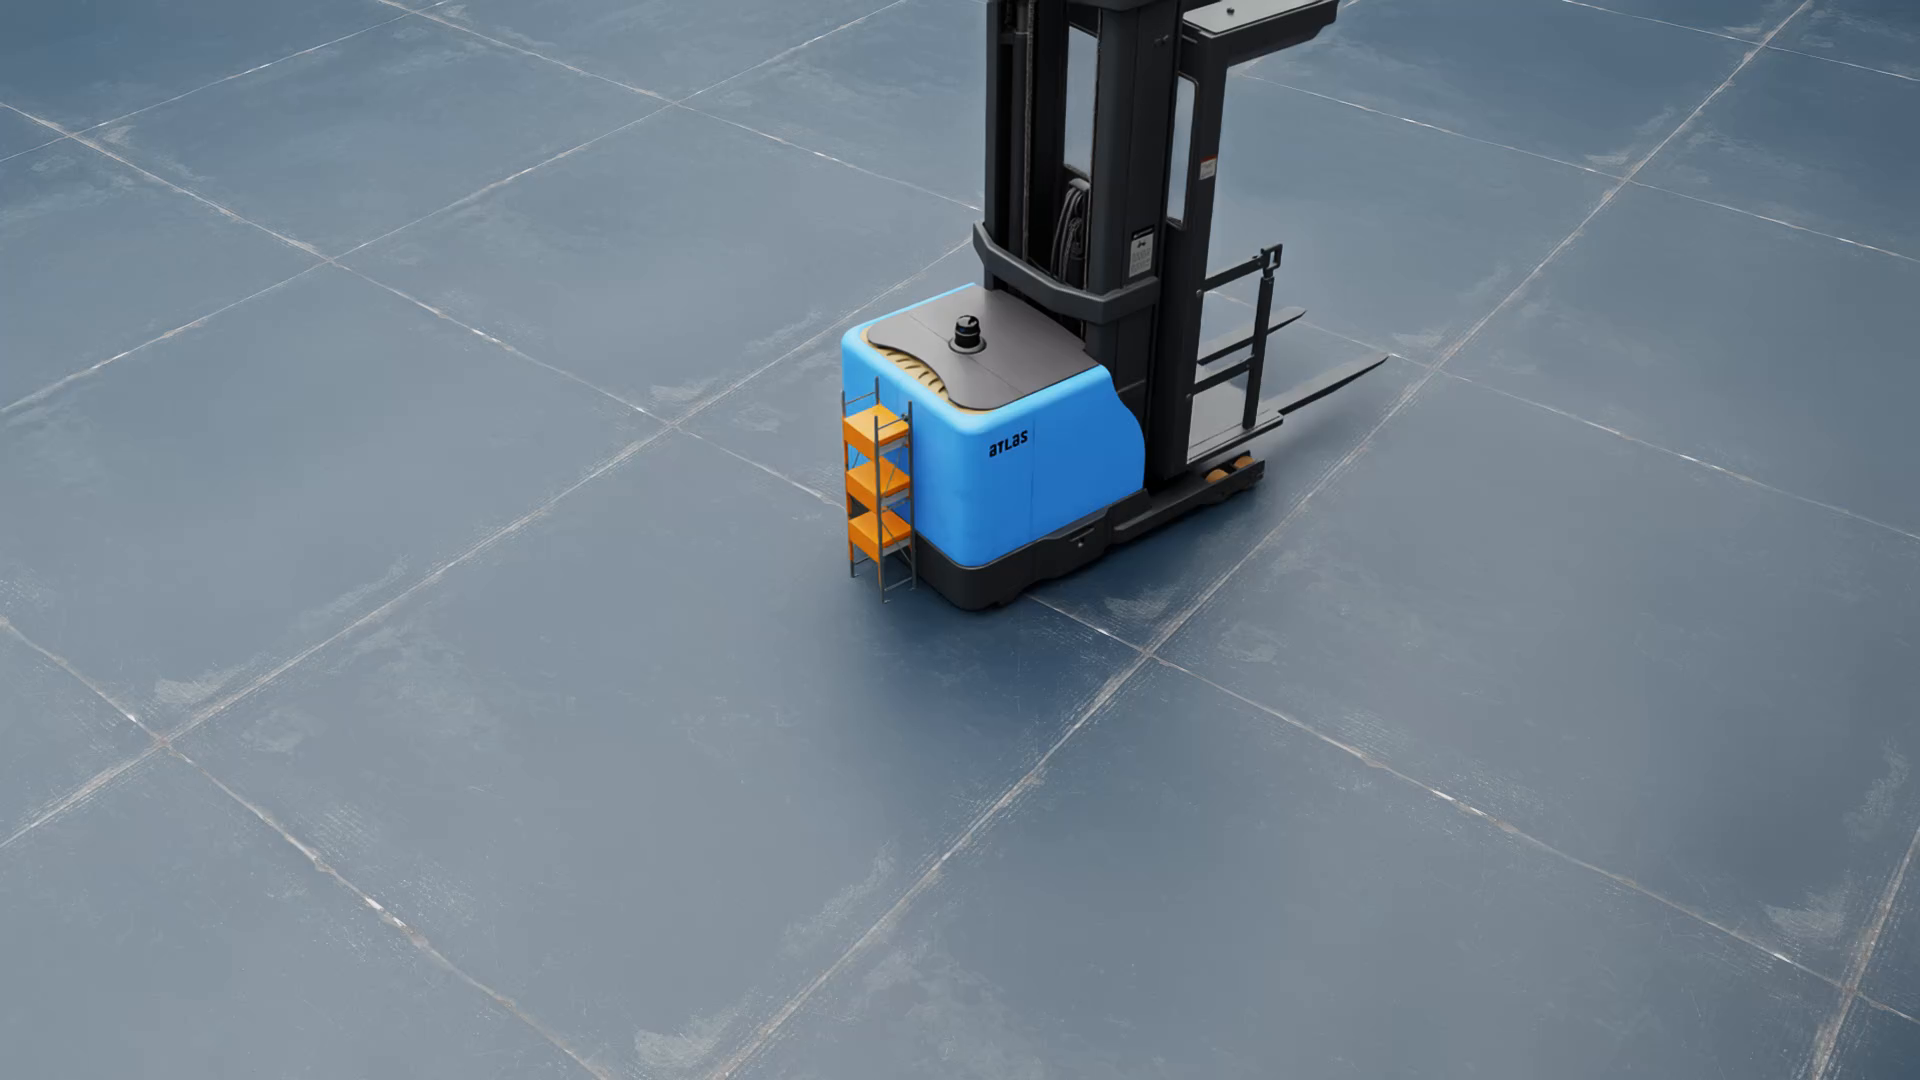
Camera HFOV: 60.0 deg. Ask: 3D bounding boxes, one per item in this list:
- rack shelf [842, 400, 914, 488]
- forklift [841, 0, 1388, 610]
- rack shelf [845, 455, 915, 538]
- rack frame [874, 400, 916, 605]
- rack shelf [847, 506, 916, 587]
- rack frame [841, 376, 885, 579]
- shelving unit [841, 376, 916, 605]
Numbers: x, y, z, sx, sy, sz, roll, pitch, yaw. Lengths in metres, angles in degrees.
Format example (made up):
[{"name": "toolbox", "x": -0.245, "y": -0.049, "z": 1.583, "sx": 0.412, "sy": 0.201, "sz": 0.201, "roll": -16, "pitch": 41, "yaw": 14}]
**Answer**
[{"name": "rack shelf", "x": -0.363, "y": -0.426, "z": 7.360, "sx": 0.215, "sy": 0.259, "sz": 0.240, "roll": -26, "pitch": 45, "yaw": -29}, {"name": "forklift", "x": 0.921, "y": -1.576, "z": 7.746, "sx": 3.031, "sy": 2.935, "sz": 1.130, "roll": -25, "pitch": 45, "yaw": -29}, {"name": "rack shelf", "x": -0.363, "y": -0.202, "z": 7.535, "sx": 0.215, "sy": 0.259, "sz": 0.240, "roll": -26, "pitch": 45, "yaw": -29}, {"name": "rack frame", "x": -0.287, "y": -0.151, "z": 7.452, "sx": 0.200, "sy": 1.050, "sz": 0.008, "roll": -26, "pitch": 45, "yaw": -29}, {"name": "rack shelf", "x": -0.363, "y": 0.017, "z": 7.706, "sx": 0.215, "sy": 0.259, "sz": 0.240, "roll": -26, "pitch": 45, "yaw": -29}, {"name": "rack frame", "x": -0.438, "y": -0.270, "z": 7.603, "sx": 0.200, "sy": 1.050, "sz": 0.008, "roll": -26, "pitch": 45, "yaw": -29}, {"name": "shelving unit", "x": -0.363, "y": -0.210, "z": 7.528, "sx": 0.215, "sy": 1.050, "sz": 0.252, "roll": -26, "pitch": 45, "yaw": -29}]
